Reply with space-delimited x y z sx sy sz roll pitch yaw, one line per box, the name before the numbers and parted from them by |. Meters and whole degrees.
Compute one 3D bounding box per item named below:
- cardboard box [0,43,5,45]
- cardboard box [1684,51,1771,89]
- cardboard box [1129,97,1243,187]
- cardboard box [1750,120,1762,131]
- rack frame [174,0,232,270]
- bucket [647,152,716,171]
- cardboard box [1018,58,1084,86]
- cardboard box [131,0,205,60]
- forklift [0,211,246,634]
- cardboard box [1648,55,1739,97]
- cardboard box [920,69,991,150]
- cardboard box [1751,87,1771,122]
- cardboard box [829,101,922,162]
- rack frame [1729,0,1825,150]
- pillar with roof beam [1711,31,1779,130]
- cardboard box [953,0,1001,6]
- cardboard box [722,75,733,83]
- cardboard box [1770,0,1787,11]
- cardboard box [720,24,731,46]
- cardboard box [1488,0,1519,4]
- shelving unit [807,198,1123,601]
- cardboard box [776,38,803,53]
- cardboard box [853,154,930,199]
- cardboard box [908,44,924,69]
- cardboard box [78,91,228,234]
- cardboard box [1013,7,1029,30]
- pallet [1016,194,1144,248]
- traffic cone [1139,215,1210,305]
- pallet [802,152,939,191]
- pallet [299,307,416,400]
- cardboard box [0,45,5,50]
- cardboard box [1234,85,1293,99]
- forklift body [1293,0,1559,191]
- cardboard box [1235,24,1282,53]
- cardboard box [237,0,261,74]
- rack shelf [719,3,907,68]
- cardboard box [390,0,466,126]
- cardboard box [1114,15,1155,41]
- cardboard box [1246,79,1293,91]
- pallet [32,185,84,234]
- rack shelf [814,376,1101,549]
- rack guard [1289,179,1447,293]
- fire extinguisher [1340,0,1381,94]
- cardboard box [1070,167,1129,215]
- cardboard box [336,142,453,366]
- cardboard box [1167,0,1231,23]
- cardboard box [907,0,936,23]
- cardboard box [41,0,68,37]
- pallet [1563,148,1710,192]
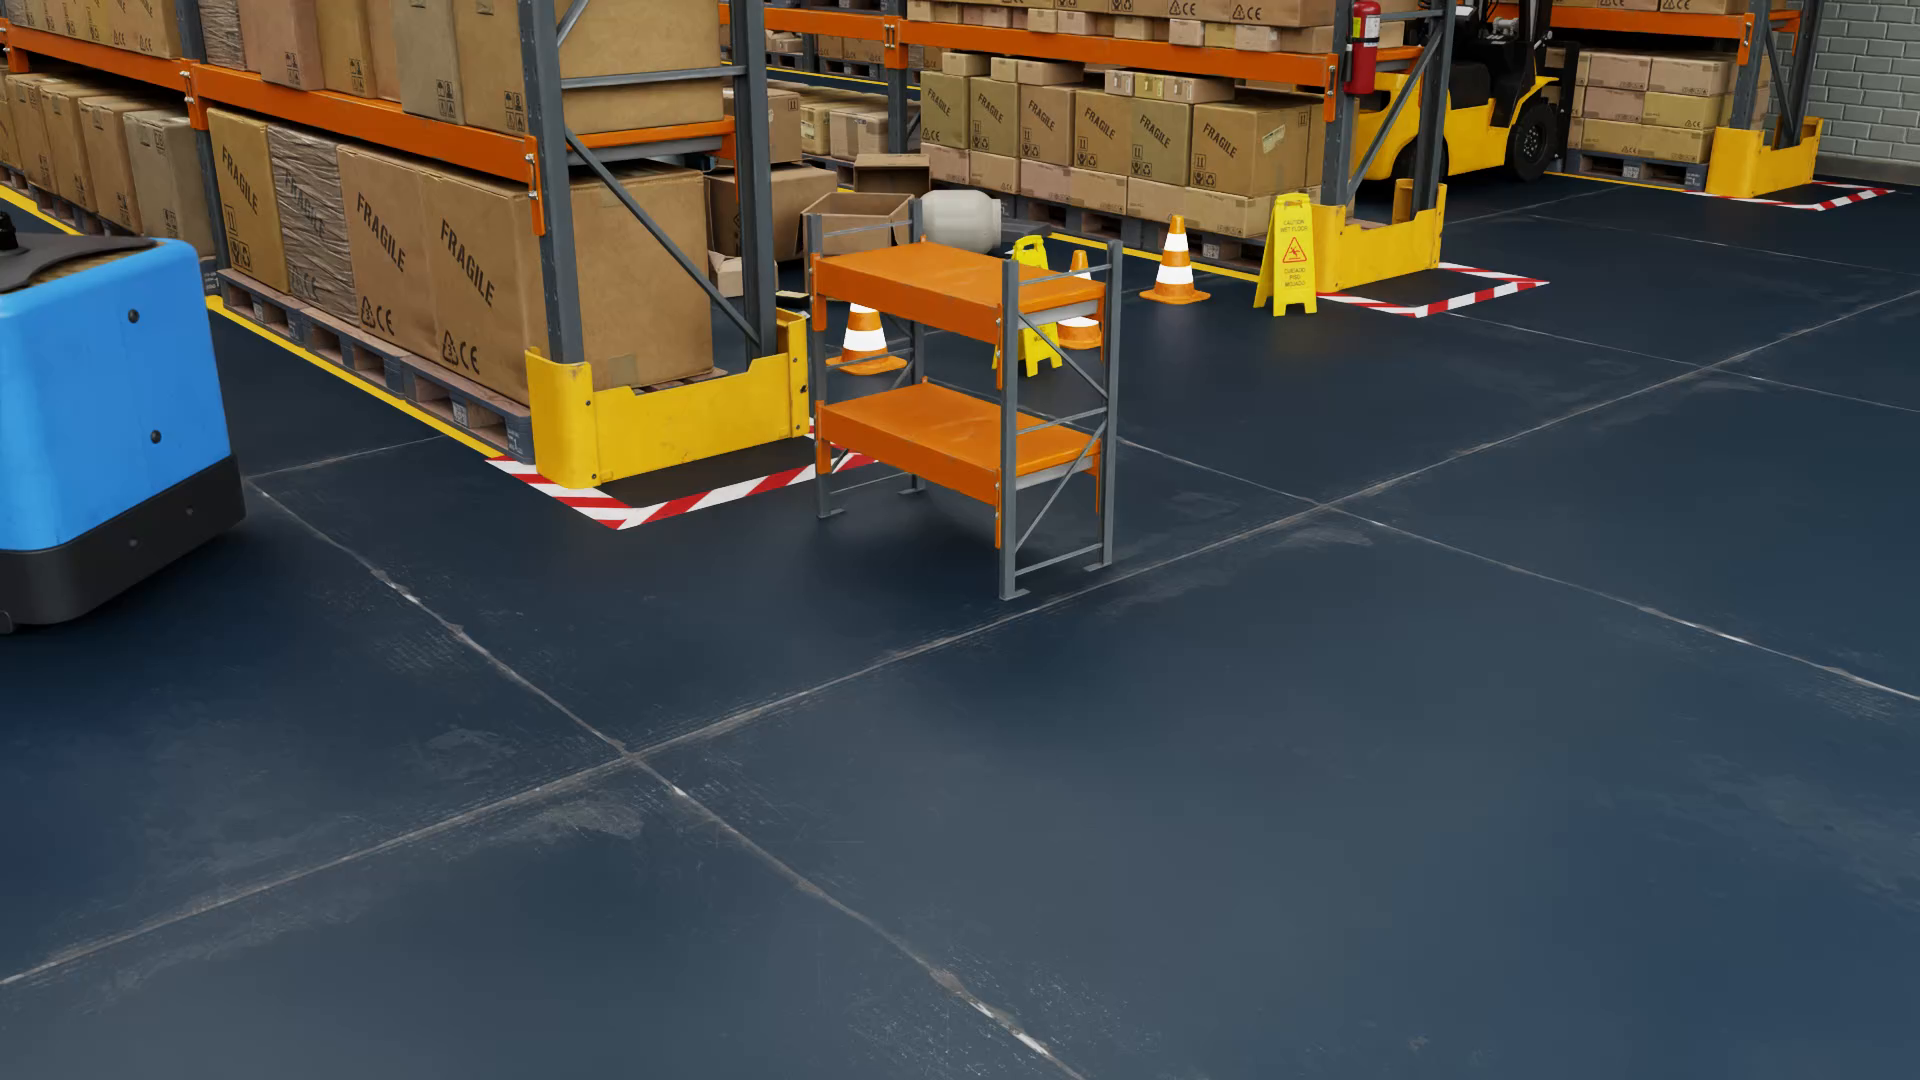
cardboard box | -8.022 -4.183 14.375 0.500 0.250 0.500 -16 26 -35
cardboard box | 6.080 -3.725 13.206 0.500 0.250 0.500 -18 28 -38
cardboard box | 1.428 -2.551 10.551 0.500 0.500 0.500 -16 27 -36
cardboard box | 6.078 -3.264 13.399 0.500 0.250 0.500 -17 27 -37
rack frame | -3.803 -2.883 9.231 1.000 3.000 0.127 -17 27 -37
bucket | -1.967 -2.578 10.856 0.726 0.611 0.620 -8 13 -19
cardboard box | 0.613 -3.164 11.227 0.380 0.149 0.250 -16 26 -34
cardboard box | -4.346 -3.010 9.419 0.500 0.500 0.500 -18 27 -38
forklift | -4.143 -1.320 5.334 3.031 2.935 1.130 4 22 10
cardboard box | 5.713 -3.600 12.887 0.500 0.250 0.500 -16 27 -36
cardboard box | 0.062 -3.126 12.019 0.500 0.500 0.500 -16 26 -35
cardboard box | 6.101 -3.494 13.301 0.500 0.250 0.500 -17 27 -36
cardboard box | -0.463 -3.205 13.082 0.950 0.372 0.625 -17 27 -37
rack frame | 6.250 -4.167 12.509 1.000 3.000 0.127 -17 27 -37
pillar with roof beam | 3.217 -6.342 9.838 9.100 9.000 0.400 -17 27 -37
cardboard box | 0.303 -3.953 11.419 0.500 0.500 0.500 -18 27 -38
cardboard box | -2.369 -4.008 15.131 0.950 0.372 0.625 -20 29 -41
cardboard box | 6.137 -4.416 13.009 0.500 0.500 0.500 -16 27 -36
cardboard box | -3.069 -7.012 22.625 0.500 0.500 0.500 -17 27 -36
cardboard box | 4.727 -4.710 13.759 0.500 0.500 0.500 -17 27 -37
shelving unit | -0.004 -0.526 5.784 0.538 1.125 1.048 -17 27 -37
cardboard box | -2.169 -6.434 21.632 0.380 0.149 0.250 -18 28 -39
cardboard box | -0.450 -2.306 11.184 0.500 0.500 0.500 0 21 -1
cardboard box | -0.426 -5.898 19.781 0.500 0.500 0.500 -19 28 -39
cardboard box | -4.903 -2.448 10.631 1.050 0.750 0.750 -17 27 -37
cardboard box | 0.577 -3.542 11.260 0.380 0.149 0.250 -18 27 -38
pallet | 1.147 -2.276 11.507 1.003 0.211 1.213 -17 27 -37
traffic cone | 1.234 -1.615 9.472 0.336 0.463 0.334 -17 27 -37
pallet | -0.628 -3.006 13.368 1.003 0.211 1.213 -17 27 -37
pallet | -2.565 -1.018 8.295 1.003 0.211 1.213 -17 27 -37
cardboard box | -8.064 -3.918 13.699 0.500 0.250 0.500 -16 27 -35
cardboard box | 1.815 -2.687 10.897 0.500 0.500 0.500 -19 28 -39
forklift body | 3.630 -3.861 12.893 2.313 2.155 1.214 -17 27 -37
cardboard box | 1.837 -2.963 9.781 0.380 0.149 0.250 -18 28 -38
cardboard box | -3.177 -2.707 8.577 0.875 0.550 0.550 -17 27 -37
rack shelf | -1.424 -4.307 13.853 1.077 0.370 4.000 -17 27 -37
cardboard box | -1.844 -2.086 6.991 0.875 0.550 0.550 -17 27 -37
cardboard box | 1.198 -3.256 10.529 0.380 0.149 0.250 -18 28 -38
cardboard box | 3.290 -4.503 16.049 0.875 0.625 0.625 -16 26 -35
pallet | -5.956 -2.454 11.960 1.003 0.211 1.213 -17 27 -37
rack shelf | -0.004 -0.298 5.873 0.538 0.278 1.000 -17 27 -37
rack guard | 2.443 -1.841 9.999 1.175 0.500 0.348 -17 27 -37
fire extinguisher | 2.218 -2.807 9.143 0.296 0.674 0.183 -17 27 -37
cardboard box | 1.083 -2.347 11.057 0.500 0.250 0.500 -19 28 -39
cardboard box | -2.260 -1.398 7.778 0.875 0.875 0.875 -18 28 -38
cardboard box | 1.606 -3.393 9.989 0.500 0.500 0.500 -17 27 -37
cardboard box | -0.156 -3.809 11.940 0.380 0.149 0.250 -18 27 -38
cardboard box | -5.662 -3.567 10.841 0.500 0.500 0.500 -17 27 -37
pallet | 5.719 -3.070 13.532 1.003 0.211 1.213 -17 27 -37
